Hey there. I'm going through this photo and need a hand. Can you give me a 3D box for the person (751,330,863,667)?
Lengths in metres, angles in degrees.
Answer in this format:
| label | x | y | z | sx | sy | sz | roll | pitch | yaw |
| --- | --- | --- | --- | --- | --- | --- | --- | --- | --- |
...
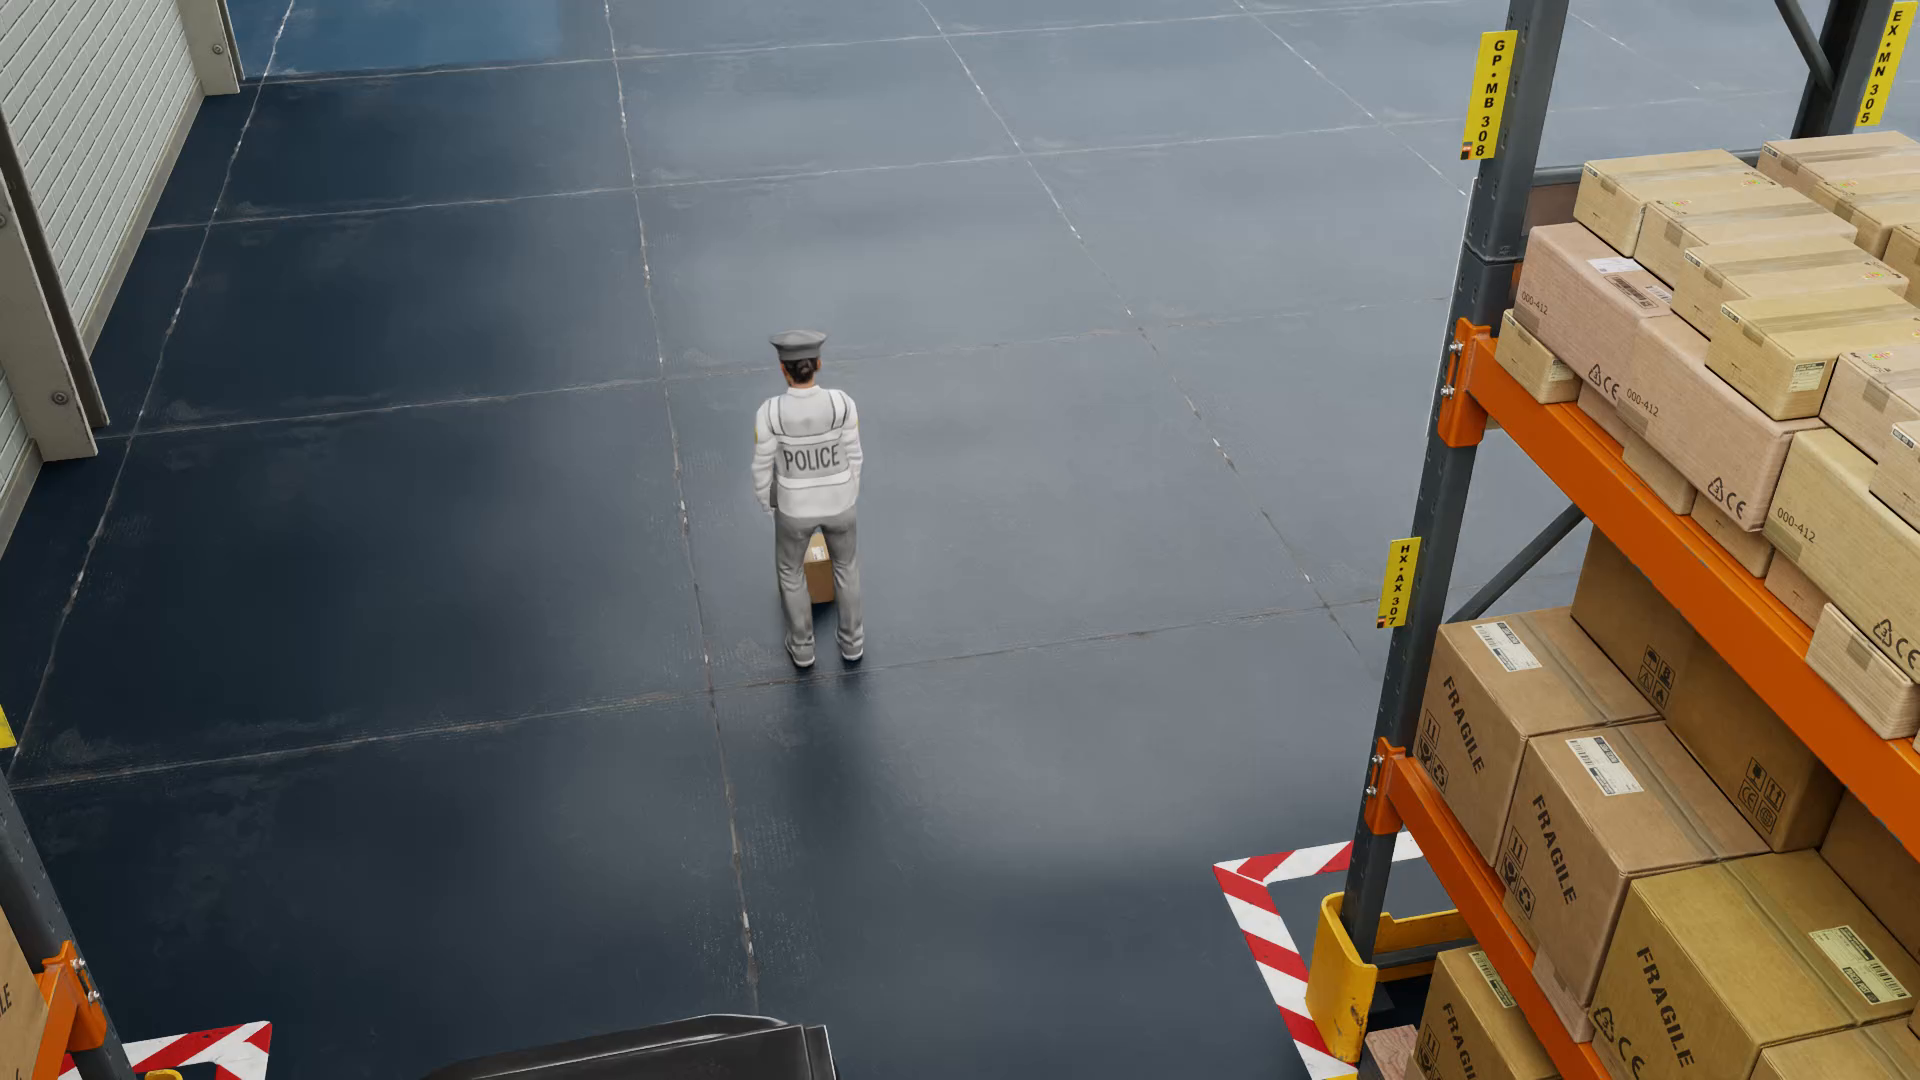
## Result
| label | x | y | z | sx | sy | sz | roll | pitch | yaw |
| --- | --- | --- | --- | --- | --- | --- | --- | --- | --- |
| person | -0.671 | -0.163 | 7.404 | 0.488 | 1.647 | 0.396 | -6 | 35 | -9 |
